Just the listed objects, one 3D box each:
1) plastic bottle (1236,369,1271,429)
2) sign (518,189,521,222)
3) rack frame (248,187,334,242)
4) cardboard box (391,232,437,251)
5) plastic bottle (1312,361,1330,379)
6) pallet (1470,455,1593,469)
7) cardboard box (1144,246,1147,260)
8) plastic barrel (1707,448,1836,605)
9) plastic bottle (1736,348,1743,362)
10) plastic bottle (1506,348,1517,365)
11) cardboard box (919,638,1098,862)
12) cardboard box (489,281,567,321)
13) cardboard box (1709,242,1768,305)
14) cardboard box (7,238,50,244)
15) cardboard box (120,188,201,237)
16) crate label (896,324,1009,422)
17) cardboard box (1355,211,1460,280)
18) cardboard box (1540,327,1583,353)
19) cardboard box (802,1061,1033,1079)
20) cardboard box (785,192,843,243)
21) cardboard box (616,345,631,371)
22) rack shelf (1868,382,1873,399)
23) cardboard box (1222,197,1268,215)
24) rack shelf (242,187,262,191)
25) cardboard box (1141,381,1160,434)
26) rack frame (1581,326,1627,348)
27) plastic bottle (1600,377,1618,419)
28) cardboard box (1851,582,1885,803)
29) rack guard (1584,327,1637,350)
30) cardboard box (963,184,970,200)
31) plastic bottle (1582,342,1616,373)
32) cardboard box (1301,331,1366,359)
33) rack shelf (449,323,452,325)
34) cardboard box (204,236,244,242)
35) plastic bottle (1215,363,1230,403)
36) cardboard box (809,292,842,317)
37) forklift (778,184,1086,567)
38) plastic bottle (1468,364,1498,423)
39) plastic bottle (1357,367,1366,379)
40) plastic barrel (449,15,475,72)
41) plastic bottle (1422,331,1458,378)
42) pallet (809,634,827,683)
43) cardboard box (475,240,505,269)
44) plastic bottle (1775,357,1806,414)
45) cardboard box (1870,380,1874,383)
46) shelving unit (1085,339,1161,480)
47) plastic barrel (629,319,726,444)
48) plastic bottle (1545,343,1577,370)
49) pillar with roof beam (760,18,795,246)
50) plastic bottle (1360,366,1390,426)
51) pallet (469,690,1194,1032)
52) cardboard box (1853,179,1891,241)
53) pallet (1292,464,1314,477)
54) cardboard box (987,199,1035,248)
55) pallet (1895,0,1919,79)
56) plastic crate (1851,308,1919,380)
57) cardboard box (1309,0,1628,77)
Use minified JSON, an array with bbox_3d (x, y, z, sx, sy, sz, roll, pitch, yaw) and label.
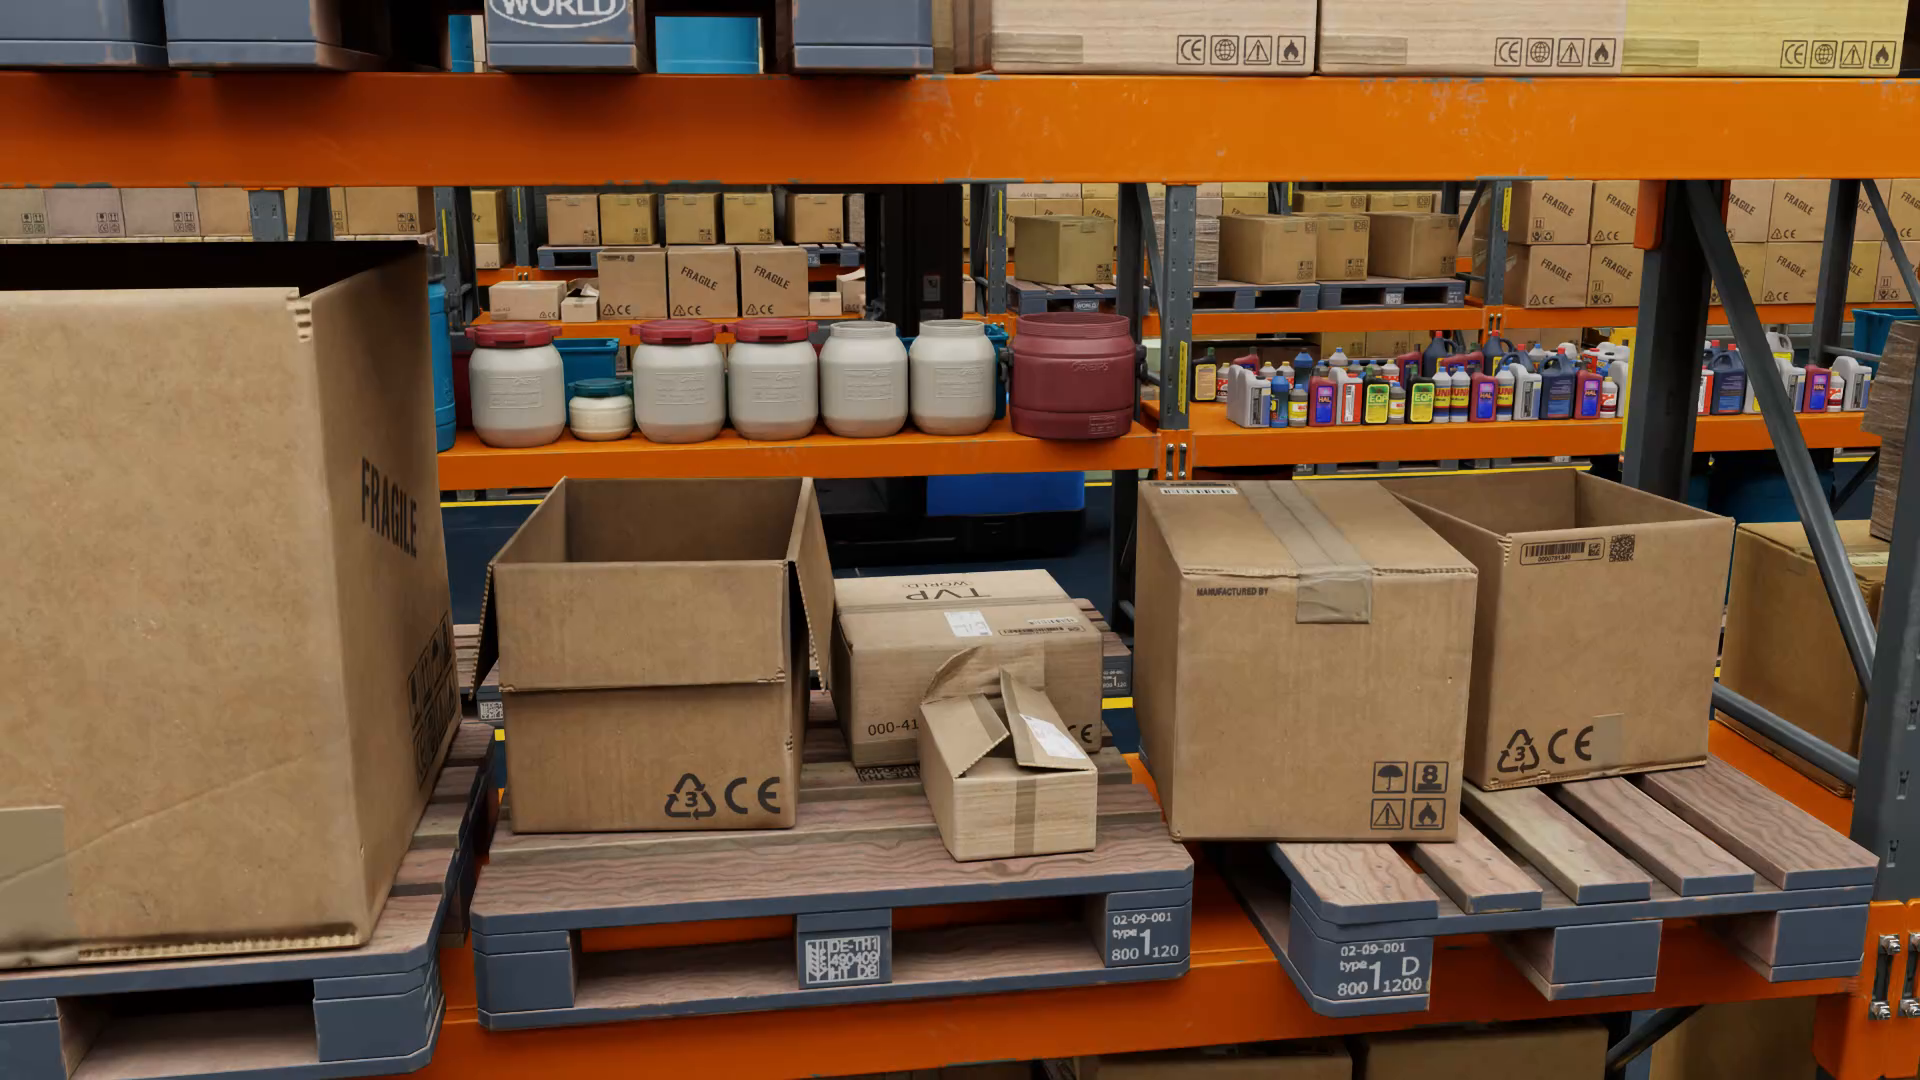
[{"bbox_3d":[1.423,-0.688,8.055,0.135,0.276,0.152,-2,14,-8],"label":"plastic bottle"},{"bbox_3d":[-4.396,-3.338,16.587,0.005,0.325,0.100,-2,14,-8],"label":"sign"},{"bbox_3d":[-3.008,-0.666,7.710,0.127,3.000,1.000,-2,14,-8],"label":"rack frame"},{"bbox_3d":[-3.979,-2.159,12.125,0.250,0.149,0.380,-2,14,-8],"label":"cardboard box"},{"bbox_3d":[1.918,-0.850,8.854,0.097,0.201,0.097,0,14,0],"label":"plastic bottle"},{"bbox_3d":[4.848,-0.819,14.055,1.213,0.211,1.003,-2,14,-8],"label":"pallet"},{"bbox_3d":[1.872,-3.111,17.934,0.250,0.149,0.380,-2,14,-10],"label":"cardboard box"},{"bbox_3d":[4.362,-0.126,9.008,0.708,0.901,0.600,-2,14,-8],"label":"plastic barrel"},{"bbox_3d":[4.021,-0.854,8.563,0.185,0.351,0.144,-2,14,-8],"label":"plastic bottle"},{"bbox_3d":[2.953,-0.887,8.856,0.097,0.271,0.097,0,14,0],"label":"plastic bottle"},{"bbox_3d":[0.076,0.368,3.003,0.258,0.266,0.396,-3,14,-10],"label":"cardboard box"},{"bbox_3d":[-3.262,-1.813,12.593,0.500,0.250,0.500,-1,14,-5],"label":"cardboard box"},{"bbox_3d":[6.217,-2.204,13.640,0.500,0.500,0.500,-2,14,-9],"label":"cardboard box"},{"bbox_3d":[-6.520,-2.065,11.752,0.250,0.149,0.380,-2,14,-9],"label":"cardboard box"},{"bbox_3d":[-5.669,-2.463,12.003,0.500,0.500,0.700,-2,14,-8],"label":"cardboard box"},{"bbox_3d":[-0.075,-0.857,8.399,0.616,0.435,0.502,-2,14,-8],"label":"crate label"},{"bbox_3d":[3.667,-2.436,13.700,0.500,0.500,0.700,-7,16,-27],"label":"cardboard box"},{"bbox_3d":[6.705,-2.425,19.002,0.500,0.500,0.700,-2,14,-8],"label":"cardboard box"},{"bbox_3d":[-0.081,1.454,3.491,0.500,0.500,0.700,-1,14,-4],"label":"cardboard box"},{"bbox_3d":[-1.540,-3.409,17.540,0.500,0.500,0.700,-3,14,-14],"label":"cardboard box"},{"bbox_3d":[-3.759,-2.080,17.585,0.500,0.500,0.700,-2,14,-6],"label":"cardboard box"},{"bbox_3d":[6.880,-0.679,9.242,4.000,0.370,1.077,-2,14,-8],"label":"rack shelf"},{"bbox_3d":[3.008,-3.464,18.009,0.500,0.500,0.500,-2,14,-9],"label":"cardboard box"},{"bbox_3d":[-4.986,-1.699,7.143,4.000,0.370,1.077,-2,14,-8],"label":"rack shelf"},{"bbox_3d":[1.719,-0.988,13.230,0.500,0.500,0.500,-2,14,-9],"label":"cardboard box"},{"bbox_3d":[7.382,-3.484,18.946,0.127,3.000,1.000,-2,14,-8],"label":"rack frame"},{"bbox_3d":[3.228,-0.712,8.301,0.097,0.201,0.097,0,14,0],"label":"plastic bottle"},{"bbox_3d":[2.206,0.380,3.334,0.500,0.500,0.500,-2,14,-7],"label":"cardboard box"},{"bbox_3d":[7.406,-2.272,19.254,0.348,0.500,1.175,-2,14,-8],"label":"rack guard"},{"bbox_3d":[-0.013,-3.715,17.470,0.500,0.250,0.500,-2,14,-7],"label":"cardboard box"},{"bbox_3d":[3.473,-0.937,9.046,0.135,0.276,0.152,-2,14,-8],"label":"plastic bottle"},{"bbox_3d":[4.181,-2.332,18.631,0.500,0.500,0.700,-2,14,-8],"label":"cardboard box"},{"bbox_3d":[-5.720,-1.436,12.260,4.000,0.370,1.077,-2,14,-8],"label":"rack shelf"},{"bbox_3d":[-5.235,-2.113,11.943,0.250,0.149,0.380,-2,14,-7],"label":"cardboard box"},{"bbox_3d":[1.401,-0.831,8.779,0.097,0.201,0.097,0,14,0],"label":"plastic bottle"},{"bbox_3d":[-1.040,-1.821,12.832,0.250,0.149,0.380,-1,14,-4],"label":"cardboard box"},{"bbox_3d":[-0.744,-1.378,10.692,3.031,2.935,1.130,-2,14,-9],"label":"forklift"},{"bbox_3d":[2.573,-0.723,8.178,0.133,0.283,0.061,-2,14,-8],"label":"plastic bottle"},{"bbox_3d":[1.991,-0.715,8.172,0.097,0.271,0.097,0,14,0],"label":"plastic bottle"},{"bbox_3d":[-2.538,-2.434,7.566,0.708,0.901,0.600,-2,14,-8],"label":"plastic barrel"},{"bbox_3d":[2.577,-0.941,8.910,0.185,0.351,0.144,-2,14,-8],"label":"plastic bottle"},{"bbox_3d":[-1.028,0.604,8.379,1.213,0.211,1.003,-2,14,-8],"label":"pallet"},{"bbox_3d":[-4.907,-2.896,16.869,0.500,0.250,0.500,-2,14,-8],"label":"cardboard box"},{"bbox_3d":[4.200,-0.790,8.461,0.135,0.276,0.152,-2,14,-8],"label":"plastic bottle"},{"bbox_3d":[7.623,-1.214,14.131,0.500,0.500,0.500,-2,14,-8],"label":"cardboard box"},{"bbox_3d":[1.122,-0.776,11.233,0.755,1.500,0.431,-2,14,-9],"label":"shelving unit"},{"bbox_3d":[-1.304,-0.740,7.727,0.433,0.535,0.433,0,14,0],"label":"plastic barrel"},{"bbox_3d":[3.243,-0.928,9.012,0.135,0.276,0.152,-2,14,-8],"label":"plastic bottle"},{"bbox_3d":[-1.302,-5.229,13.573,0.400,9.000,9.100,-2,14,-8],"label":"pillar with roof beam"},{"bbox_3d":[2.020,-0.703,8.097,0.133,0.283,0.061,-2,14,-8],"label":"plastic bottle"},{"bbox_3d":[-0.266,0.555,3.235,1.213,0.211,1.003,-2,14,-8],"label":"pallet"},{"bbox_3d":[7.225,-2.725,13.660,0.500,0.500,0.500,-2,14,-7],"label":"cardboard box"},{"bbox_3d":[2.161,-0.711,13.623,1.213,0.211,1.003,-2,14,-8],"label":"pallet"},{"bbox_3d":[0.509,-3.369,17.631,0.500,0.500,0.500,-2,14,-6],"label":"cardboard box"},{"bbox_3d":[2.314,-1.019,3.339,1.003,0.211,1.213,-1,14,-6],"label":"pallet"},{"bbox_3d":[5.313,-1.076,9.255,0.575,0.384,0.392,-2,14,-8],"label":"plastic crate"},{"bbox_3d":[0.763,-0.904,2.802,0.500,0.250,0.500,-2,14,-9],"label":"cardboard box"}]
